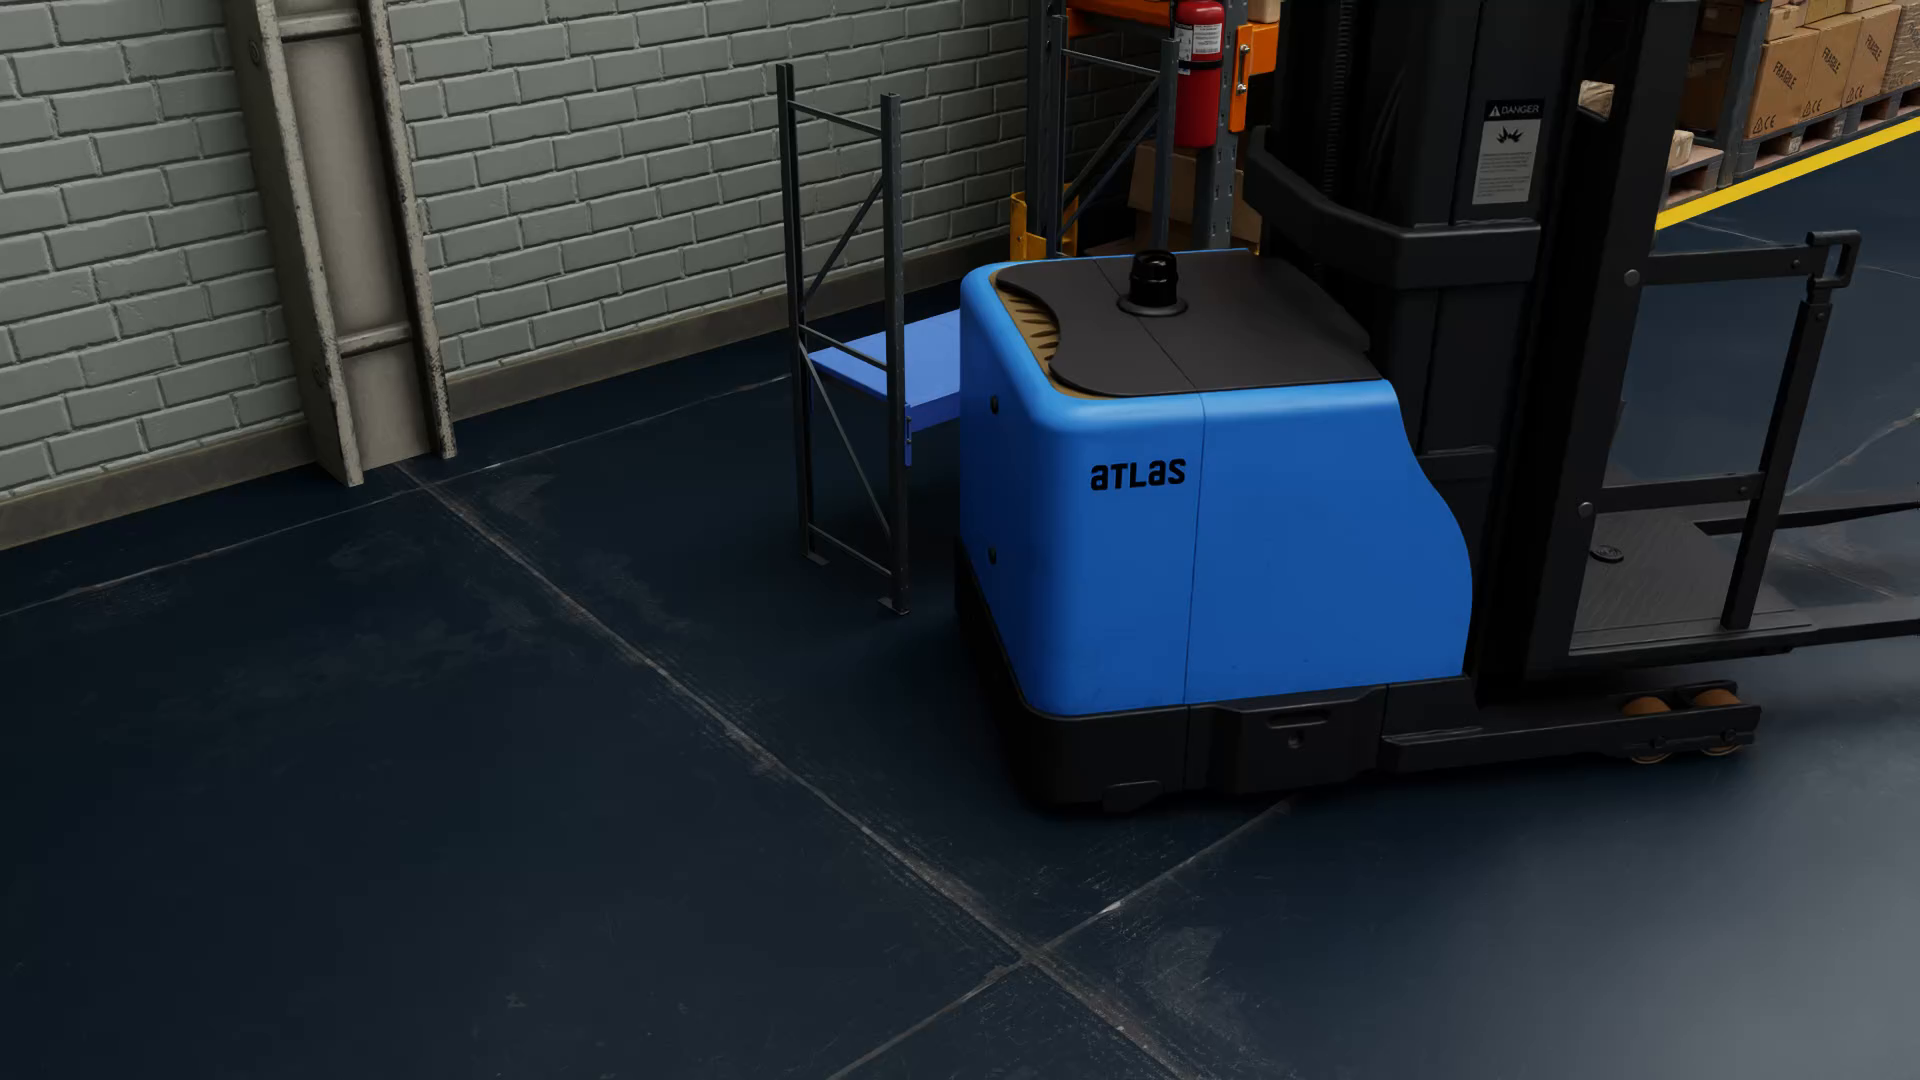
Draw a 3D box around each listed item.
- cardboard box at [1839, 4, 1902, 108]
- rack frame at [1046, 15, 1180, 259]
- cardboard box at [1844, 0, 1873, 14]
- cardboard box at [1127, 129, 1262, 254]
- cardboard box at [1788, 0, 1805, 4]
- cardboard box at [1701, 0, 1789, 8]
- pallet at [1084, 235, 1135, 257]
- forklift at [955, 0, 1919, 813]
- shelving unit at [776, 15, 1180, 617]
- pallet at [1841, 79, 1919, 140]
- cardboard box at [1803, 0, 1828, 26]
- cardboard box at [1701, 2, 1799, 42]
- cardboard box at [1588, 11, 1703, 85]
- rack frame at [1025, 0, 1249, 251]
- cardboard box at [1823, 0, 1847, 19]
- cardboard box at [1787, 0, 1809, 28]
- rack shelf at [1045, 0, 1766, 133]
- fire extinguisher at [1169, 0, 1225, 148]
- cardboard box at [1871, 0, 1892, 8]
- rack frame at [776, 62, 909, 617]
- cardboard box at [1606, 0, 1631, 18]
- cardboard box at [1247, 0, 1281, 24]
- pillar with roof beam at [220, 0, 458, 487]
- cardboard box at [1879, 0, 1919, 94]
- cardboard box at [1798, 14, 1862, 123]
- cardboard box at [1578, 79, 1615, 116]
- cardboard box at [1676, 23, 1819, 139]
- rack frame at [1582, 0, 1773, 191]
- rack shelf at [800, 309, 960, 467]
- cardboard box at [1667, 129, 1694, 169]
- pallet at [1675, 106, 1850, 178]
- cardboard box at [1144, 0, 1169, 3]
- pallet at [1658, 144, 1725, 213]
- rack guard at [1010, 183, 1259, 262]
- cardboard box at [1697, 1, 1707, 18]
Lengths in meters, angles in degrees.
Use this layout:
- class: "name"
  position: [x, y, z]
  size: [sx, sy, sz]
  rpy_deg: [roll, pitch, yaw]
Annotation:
- class: "cardboard box"
  position: [4.972, -2.807, 9.527]
  size: [0.500, 0.500, 0.500]
  rpy_deg: [-23, 36, -36]
- class: "rack frame"
  position: [0.452, -0.843, 5.236]
  size: [0.032, 1.500, 0.500]
  rpy_deg: [-22, 35, -35]
- class: "cardboard box"
  position: [4.885, -3.070, 9.330]
  size: [0.250, 0.149, 0.380]
  rpy_deg: [-22, 35, -35]
- class: "cardboard box"
  position: [1.161, -1.353, 6.803]
  size: [0.637, 0.503, 0.797]
  rpy_deg: [-24, 36, -37]
- class: "cardboard box"
  position: [4.289, -2.951, 8.791]
  size: [0.250, 0.149, 0.380]
  rpy_deg: [-24, 36, -37]
- class: "cardboard box"
  position: [4.083, -2.876, 8.651]
  size: [0.250, 0.149, 0.380]
  rpy_deg: [-23, 35, -36]
- class: "pallet"
  position: [1.298, -1.153, 7.185]
  size: [1.213, 0.211, 1.003]
  rpy_deg: [-22, 35, -35]
- class: "forklift"
  position: [1.554, -0.969, 3.953]
  size: [3.031, 2.935, 1.130]
  rpy_deg: [-5, 29, -9]
- class: "shelving unit"
  position: [0.065, -0.688, 4.945]
  size: [1.048, 1.500, 0.538]
  rpy_deg: [-22, 35, -35]
- class: "pallet"
  position: [5.200, -2.747, 10.167]
  size: [1.213, 0.211, 1.003]
  rpy_deg: [-22, 35, -35]
- class: "cardboard box"
  position: [4.471, -2.918, 9.046]
  size: [0.250, 0.149, 0.380]
  rpy_deg: [-24, 36, -37]
- class: "cardboard box"
  position: [4.122, -2.723, 8.681]
  size: [0.250, 0.149, 0.380]
  rpy_deg: [-20, 34, -33]
- class: "cardboard box"
  position: [3.858, -2.679, 9.286]
  size: [0.500, 0.500, 0.500]
  rpy_deg: [-22, 35, -35]
- class: "rack frame"
  position: [0.634, -2.116, 6.027]
  size: [0.127, 3.000, 1.000]
  rpy_deg: [-22, 35, -35]
- class: "cardboard box"
  position: [4.671, -3.007, 9.212]
  size: [0.250, 0.149, 0.380]
  rpy_deg: [-23, 35, -36]
- class: "cardboard box"
  position: [4.283, -2.835, 8.891]
  size: [0.250, 0.149, 0.380]
  rpy_deg: [-23, 36, -36]
- class: "rack shelf"
  position: [2.155, -2.410, 7.341]
  size: [4.000, 0.370, 1.077]
  rpy_deg: [-22, 35, -35]
- class: "fire extinguisher"
  position: [0.822, -1.707, 5.739]
  size: [0.183, 0.674, 0.296]
  rpy_deg: [-22, 35, -35]
- class: "cardboard box"
  position: [5.075, -3.145, 9.470]
  size: [0.250, 0.149, 0.380]
  rpy_deg: [-20, 34, -33]
- class: "rack frame"
  position: [-0.322, -0.532, 4.654]
  size: [0.032, 1.500, 0.500]
  rpy_deg: [-22, 35, -35]
- class: "cardboard box"
  position: [3.770, -2.924, 9.058]
  size: [0.250, 0.149, 0.380]
  rpy_deg: [-24, 36, -37]
- class: "cardboard box"
  position: [1.062, -2.007, 6.090]
  size: [0.250, 0.149, 0.380]
  rpy_deg: [-22, 35, -35]
- class: "pillar with roof beam"
  position: [0.792, -2.717, 0.786]
  size: [0.400, 9.000, 9.100]
  rpy_deg: [-22, 35, -35]
- class: "cardboard box"
  position: [5.371, -2.964, 9.820]
  size: [0.500, 0.500, 0.500]
  rpy_deg: [-23, 36, -37]
- class: "cardboard box"
  position: [4.590, -2.656, 9.244]
  size: [0.500, 0.500, 0.500]
  rpy_deg: [-22, 35, -36]
- class: "cardboard box"
  position: [2.626, -1.917, 7.861]
  size: [0.500, 0.500, 0.700]
  rpy_deg: [-23, 36, -37]
- class: "cardboard box"
  position: [4.191, -2.490, 8.933]
  size: [0.500, 0.500, 0.500]
  rpy_deg: [-20, 34, -33]
- class: "rack frame"
  position: [3.677, -3.340, 8.317]
  size: [0.127, 3.000, 1.000]
  rpy_deg: [-22, 35, -35]
- class: "rack shelf"
  position: [0.065, -0.529, 5.030]
  size: [1.000, 0.185, 0.538]
  rpy_deg: [-22, 35, -35]
- class: "cardboard box"
  position: [3.444, -1.992, 8.374]
  size: [0.250, 0.149, 0.380]
  rpy_deg: [-23, 36, -36]
- class: "pallet"
  position: [4.271, -2.372, 9.465]
  size: [1.213, 0.211, 1.003]
  rpy_deg: [-22, 35, -35]
- class: "cardboard box"
  position: [0.712, -2.203, 6.456]
  size: [0.250, 0.149, 0.380]
  rpy_deg: [-22, 35, -35]
- class: "pallet"
  position: [3.154, -1.900, 8.581]
  size: [1.213, 0.211, 1.003]
  rpy_deg: [-22, 35, -35]
- class: "rack guard"
  position: [0.692, -1.037, 6.659]
  size: [0.348, 0.500, 1.175]
  rpy_deg: [-22, 35, -35]
- class: "cardboard box"
  position: [3.966, -3.007, 9.212]
  size: [0.250, 0.149, 0.380]
  rpy_deg: [-22, 35, -35]
